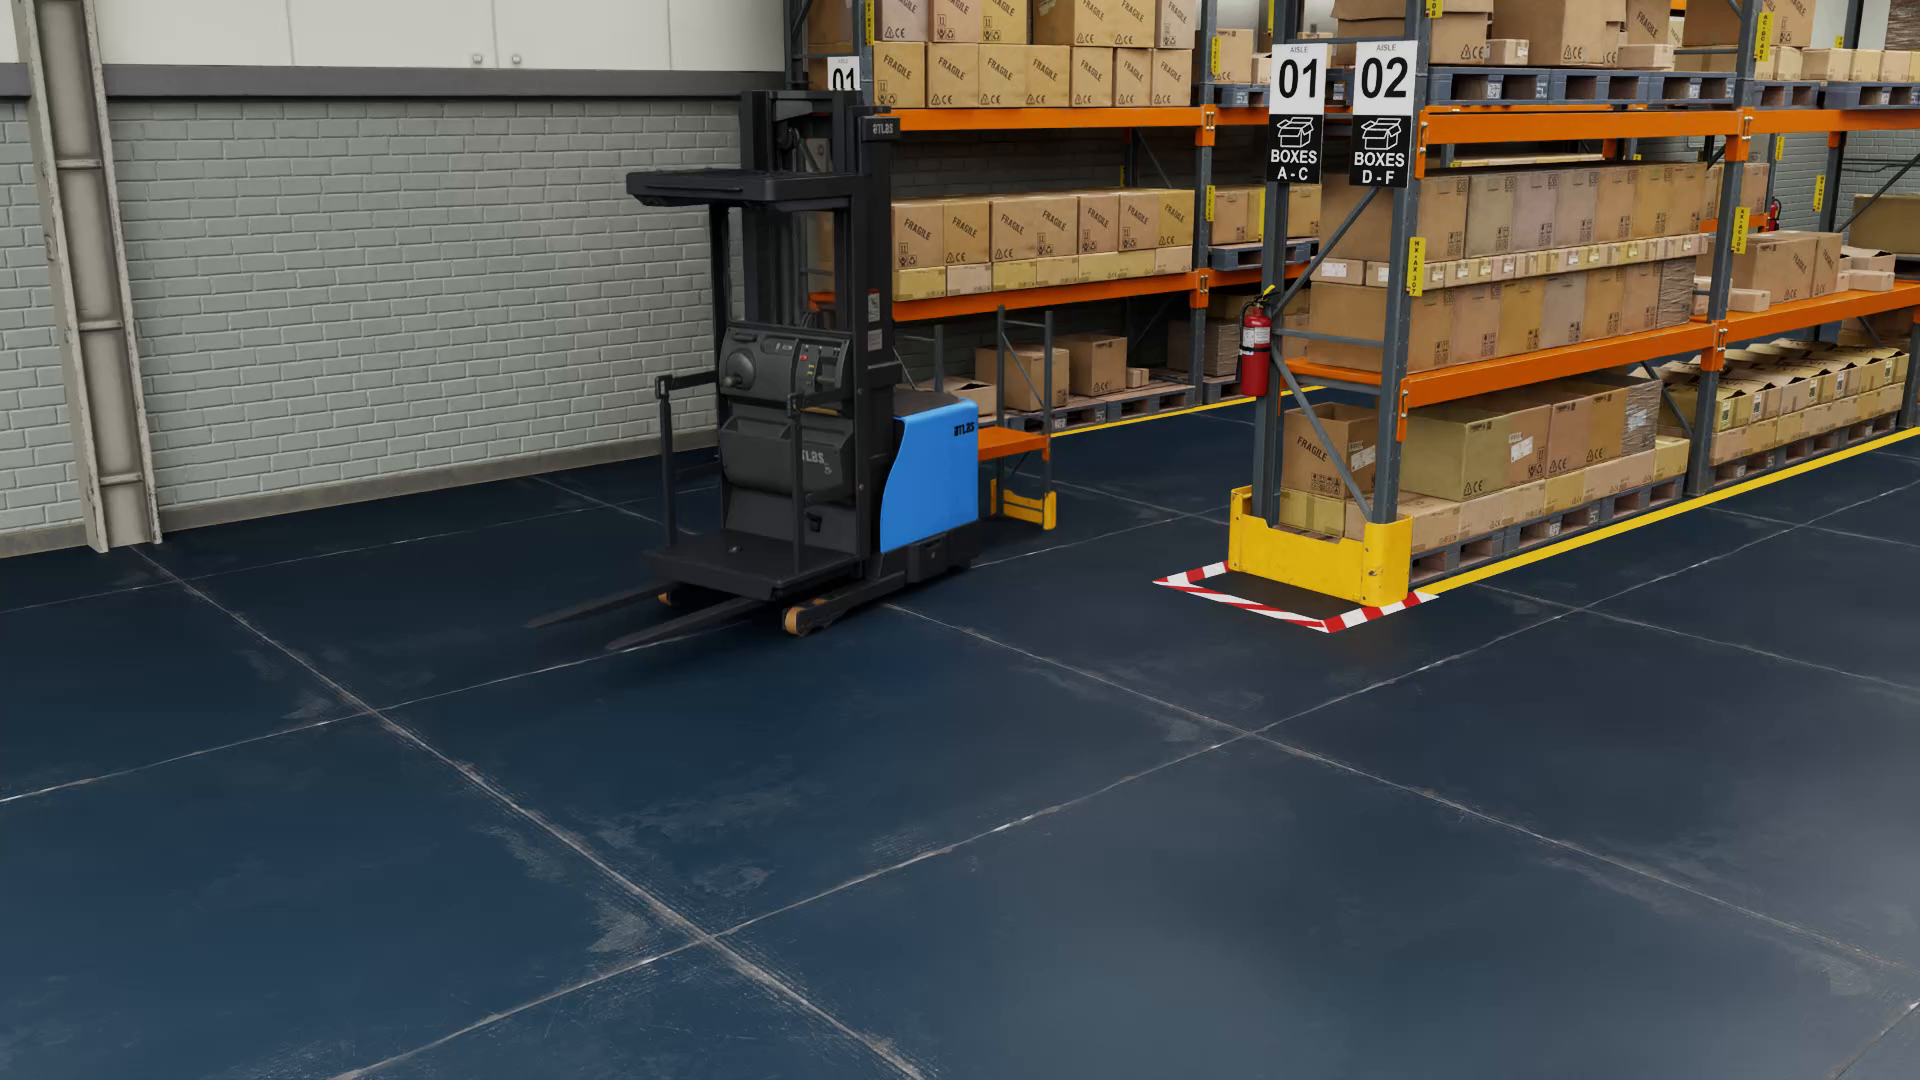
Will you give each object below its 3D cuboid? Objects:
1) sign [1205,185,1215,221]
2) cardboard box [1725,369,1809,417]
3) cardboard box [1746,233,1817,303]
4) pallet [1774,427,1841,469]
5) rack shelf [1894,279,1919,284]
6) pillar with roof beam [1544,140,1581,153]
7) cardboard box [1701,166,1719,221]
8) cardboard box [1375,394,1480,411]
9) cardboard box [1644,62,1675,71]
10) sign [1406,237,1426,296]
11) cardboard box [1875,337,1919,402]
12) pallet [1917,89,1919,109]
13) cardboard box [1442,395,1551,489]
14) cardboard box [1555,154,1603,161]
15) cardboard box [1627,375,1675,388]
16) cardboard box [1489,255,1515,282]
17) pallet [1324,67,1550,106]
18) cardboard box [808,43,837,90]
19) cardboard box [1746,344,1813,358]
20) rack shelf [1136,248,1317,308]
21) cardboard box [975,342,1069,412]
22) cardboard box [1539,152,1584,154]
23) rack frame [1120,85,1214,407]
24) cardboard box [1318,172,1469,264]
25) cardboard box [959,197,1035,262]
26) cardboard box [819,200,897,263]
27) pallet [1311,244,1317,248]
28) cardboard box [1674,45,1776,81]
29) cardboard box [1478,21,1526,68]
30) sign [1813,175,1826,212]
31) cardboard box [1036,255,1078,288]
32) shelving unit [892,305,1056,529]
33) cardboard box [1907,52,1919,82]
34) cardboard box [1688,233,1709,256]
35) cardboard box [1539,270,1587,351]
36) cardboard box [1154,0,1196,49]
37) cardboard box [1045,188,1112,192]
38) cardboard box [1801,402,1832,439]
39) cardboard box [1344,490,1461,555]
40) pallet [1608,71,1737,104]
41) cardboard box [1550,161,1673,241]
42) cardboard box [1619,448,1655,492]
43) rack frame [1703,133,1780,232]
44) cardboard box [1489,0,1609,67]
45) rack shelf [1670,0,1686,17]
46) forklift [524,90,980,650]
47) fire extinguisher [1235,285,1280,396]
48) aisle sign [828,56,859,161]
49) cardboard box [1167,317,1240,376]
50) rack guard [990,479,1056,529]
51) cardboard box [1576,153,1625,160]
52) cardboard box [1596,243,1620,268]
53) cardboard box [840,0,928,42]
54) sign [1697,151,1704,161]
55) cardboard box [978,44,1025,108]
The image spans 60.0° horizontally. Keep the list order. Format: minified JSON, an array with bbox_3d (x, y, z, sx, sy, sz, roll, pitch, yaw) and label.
[{"bbox_3d":[2.336,-3.149,15.550,0.005,0.325,0.100,-13,19,-39],"label":"sign"},{"bbox_3d":[6.475,-1.210,13.396,0.500,0.311,0.500,-14,20,-41],"label":"cardboard box"},{"bbox_3d":[6.594,-2.221,13.558,0.500,0.500,0.500,-13,19,-39],"label":"cardboard box"},{"bbox_3d":[6.680,-0.865,14.078,1.213,0.211,1.003,-13,19,-39],"label":"pallet"},{"bbox_3d":[9.755,-2.540,16.342,4.000,0.370,1.077,-13,19,-39],"label":"rack shelf"},{"bbox_3d":[10.795,-6.538,18.289,0.400,9.000,9.100,-13,19,-39],"label":"pillar with roof beam"},{"bbox_3d":[9.526,-4.672,22.347,0.700,0.700,0.980,-14,20,-42],"label":"cardboard box"},{"bbox_3d":[3.165,-0.752,11.313,0.500,0.500,0.500,-13,19,-39],"label":"cardboard box"},{"bbox_3d":[8.704,-5.884,20.937,0.500,0.250,0.500,-13,20,-40],"label":"cardboard box"},{"bbox_3d":[2.571,-1.541,9.377,0.005,0.325,0.100,-13,19,-39],"label":"sign"},{"bbox_3d":[8.777,-1.576,15.327,0.500,0.500,0.500,-12,19,-37],"label":"cardboard box"},{"bbox_3d":[7.793,-3.775,14.123,1.003,0.211,1.213,-12,19,-37],"label":"pallet"},{"bbox_3d":[3.506,-0.651,10.934,0.500,0.500,0.500,-13,19,-39],"label":"cardboard box"},{"bbox_3d":[7.433,-4.541,20.175,0.500,0.250,0.500,-12,19,-38],"label":"cardboard box"},{"bbox_3d":[5.346,-1.141,13.138,0.500,0.311,0.500,-13,19,-39],"label":"cardboard box"},{"bbox_3d":[3.227,-1.710,10.388,0.250,0.149,0.380,-13,20,-40],"label":"cardboard box"},{"bbox_3d":[2.762,-2.715,9.961,1.213,0.211,1.003,-13,19,-39],"label":"pallet"},{"bbox_3d":[-0.895,-3.785,13.562,0.500,0.500,0.500,-11,18,-35],"label":"cardboard box"},{"bbox_3d":[7.268,-1.572,14.752,0.500,0.311,0.500,-13,20,-41],"label":"cardboard box"},{"bbox_3d":[3.483,-2.827,17.414,4.000,0.370,1.077,-13,19,-39],"label":"rack shelf"},{"bbox_3d":[0.554,-1.473,14.945,0.500,0.500,0.700,-14,21,-43],"label":"cardboard box"},{"bbox_3d":[7.491,-4.727,20.874,0.500,0.250,0.500,-12,19,-38],"label":"cardboard box"},{"bbox_3d":[1.974,-2.835,16.052,0.127,3.000,1.000,-13,19,-39],"label":"rack frame"},{"bbox_3d":[2.612,-1.955,10.048,0.500,0.500,0.700,-13,19,-39],"label":"cardboard box"},{"bbox_3d":[0.287,-2.648,14.149,0.500,0.500,0.500,-13,20,-41],"label":"cardboard box"},{"bbox_3d":[-0.827,-2.578,13.889,0.500,0.500,0.500,-13,20,-40],"label":"cardboard box"},{"bbox_3d":[4.524,-3.279,18.084,1.003,0.211,1.213,-13,19,-39],"label":"pallet"},{"bbox_3d":[5.700,-3.554,12.406,0.500,0.250,0.500,-10,18,-34],"label":"cardboard box"},{"bbox_3d":[3.326,-3.211,10.735,0.500,0.311,0.500,-10,18,-33],"label":"cardboard box"},{"bbox_3d":[7.883,-3.174,15.232,0.005,0.325,0.100,-13,19,-39],"label":"sign"},{"bbox_3d":[0.687,-2.377,14.588,0.500,0.250,0.500,-12,19,-39],"label":"cardboard box"},{"bbox_3d":[0.082,-0.773,11.236,1.083,1.500,0.587,-14,20,-42],"label":"shelving unit"},{"bbox_3d":[7.941,-4.041,14.230,0.500,0.250,0.500,14,21,43],"label":"cardboard box"},{"bbox_3d":[5.164,-2.146,12.019,0.250,0.149,0.380,-13,20,-39],"label":"cardboard box"},{"bbox_3d":[3.738,-1.582,11.165,0.500,0.500,0.700,-12,19,-38],"label":"cardboard box"},{"bbox_3d":[1.774,-4.688,15.005,0.500,0.500,0.500,14,20,42],"label":"cardboard box"},{"bbox_3d":[1.090,-3.009,15.501,0.500,0.500,0.500,-13,20,-40],"label":"cardboard box"},{"bbox_3d":[6.855,-1.027,13.796,0.500,0.250,0.500,-12,19,-38],"label":"cardboard box"},{"bbox_3d":[2.762,-0.116,10.386,0.500,0.250,0.500,-13,19,-39],"label":"cardboard box"},{"bbox_3d":[4.602,-3.128,11.509,1.213,0.211,1.003,-13,19,-39],"label":"pallet"},{"bbox_3d":[4.518,-2.384,11.657,0.500,0.500,0.700,-13,20,-39],"label":"cardboard box"},{"bbox_3d":[4.639,-0.542,11.982,0.500,0.250,0.500,-13,19,-39],"label":"cardboard box"},{"bbox_3d":[11.027,-4.868,23.663,0.127,3.000,1.000,-13,19,-39],"label":"rack frame"},{"bbox_3d":[3.643,-3.190,10.289,0.500,0.500,0.500,-13,19,-39],"label":"cardboard box"},{"bbox_3d":[9.518,-6.887,21.765,4.000,0.370,1.077,-13,19,-39],"label":"rack shelf"},{"bbox_3d":[-1.136,-1.021,9.393,1.130,2.935,3.031,10,18,34],"label":"forklift"},{"bbox_3d":[1.817,-1.227,10.181,0.183,0.674,0.296,-13,19,-39],"label":"fire extinguisher"},{"bbox_3d":[-0.901,-3.343,12.916,0.004,0.787,0.394,-13,19,-39],"label":"aisle sign"},{"bbox_3d":[2.518,-1.968,16.797,0.500,0.500,0.700,-12,19,-38],"label":"cardboard box"},{"bbox_3d":[0.442,-0.257,11.729,0.087,0.250,0.587,-14,20,-42],"label":"rack guard"},{"bbox_3d":[7.825,-4.626,20.493,0.500,0.250,0.500,-12,19,-38],"label":"cardboard box"},{"bbox_3d":[4.205,-1.931,11.215,0.250,0.149,0.380,-12,19,-38],"label":"cardboard box"},{"bbox_3d":[-0.593,-4.166,13.051,0.500,0.500,0.500,14,21,43],"label":"cardboard box"},{"bbox_3d":[10.667,-5.434,23.949,0.005,0.325,0.100,-13,19,-39],"label":"sign"},{"bbox_3d":[0.191,-3.846,13.790,0.500,0.500,0.500,-12,19,-37],"label":"cardboard box"}]
